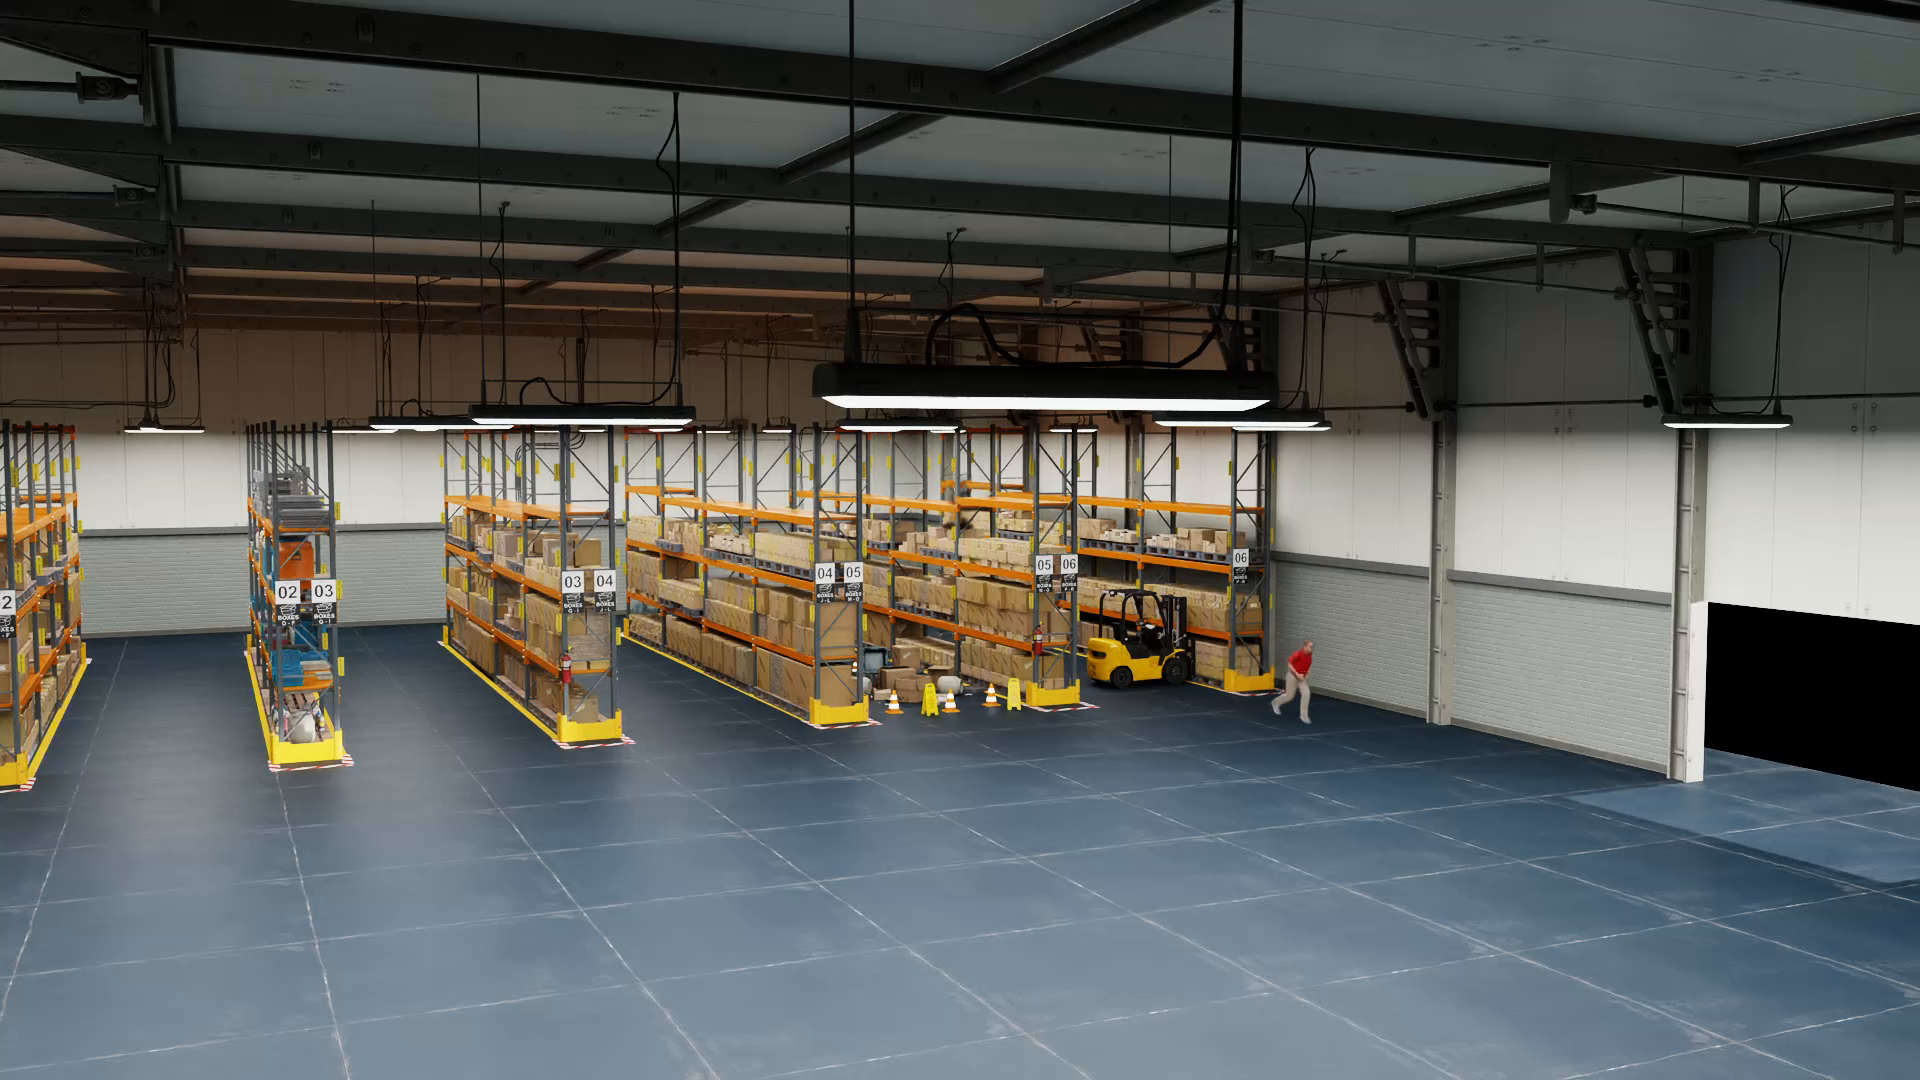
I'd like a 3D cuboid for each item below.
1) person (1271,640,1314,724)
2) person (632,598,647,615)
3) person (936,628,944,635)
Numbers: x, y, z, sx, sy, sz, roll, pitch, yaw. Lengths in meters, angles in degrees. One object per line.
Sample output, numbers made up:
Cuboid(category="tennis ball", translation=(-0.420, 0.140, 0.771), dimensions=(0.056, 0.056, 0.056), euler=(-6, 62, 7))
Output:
Cuboid(category="person", translation=(6.718, 2.827, 33.519), dimensions=(0.693, 1.692, 1.008), euler=(-3, 5, -44))
Cuboid(category="person", translation=(-9.442, 1.781, 49.449), dimensions=(0.703, 1.721, 0.587), euler=(2, 4, 32))
Cuboid(category="person", translation=(-0.364, 1.957, 47.268), dimensions=(0.881, 1.572, 0.537), euler=(3, 5, 43))
